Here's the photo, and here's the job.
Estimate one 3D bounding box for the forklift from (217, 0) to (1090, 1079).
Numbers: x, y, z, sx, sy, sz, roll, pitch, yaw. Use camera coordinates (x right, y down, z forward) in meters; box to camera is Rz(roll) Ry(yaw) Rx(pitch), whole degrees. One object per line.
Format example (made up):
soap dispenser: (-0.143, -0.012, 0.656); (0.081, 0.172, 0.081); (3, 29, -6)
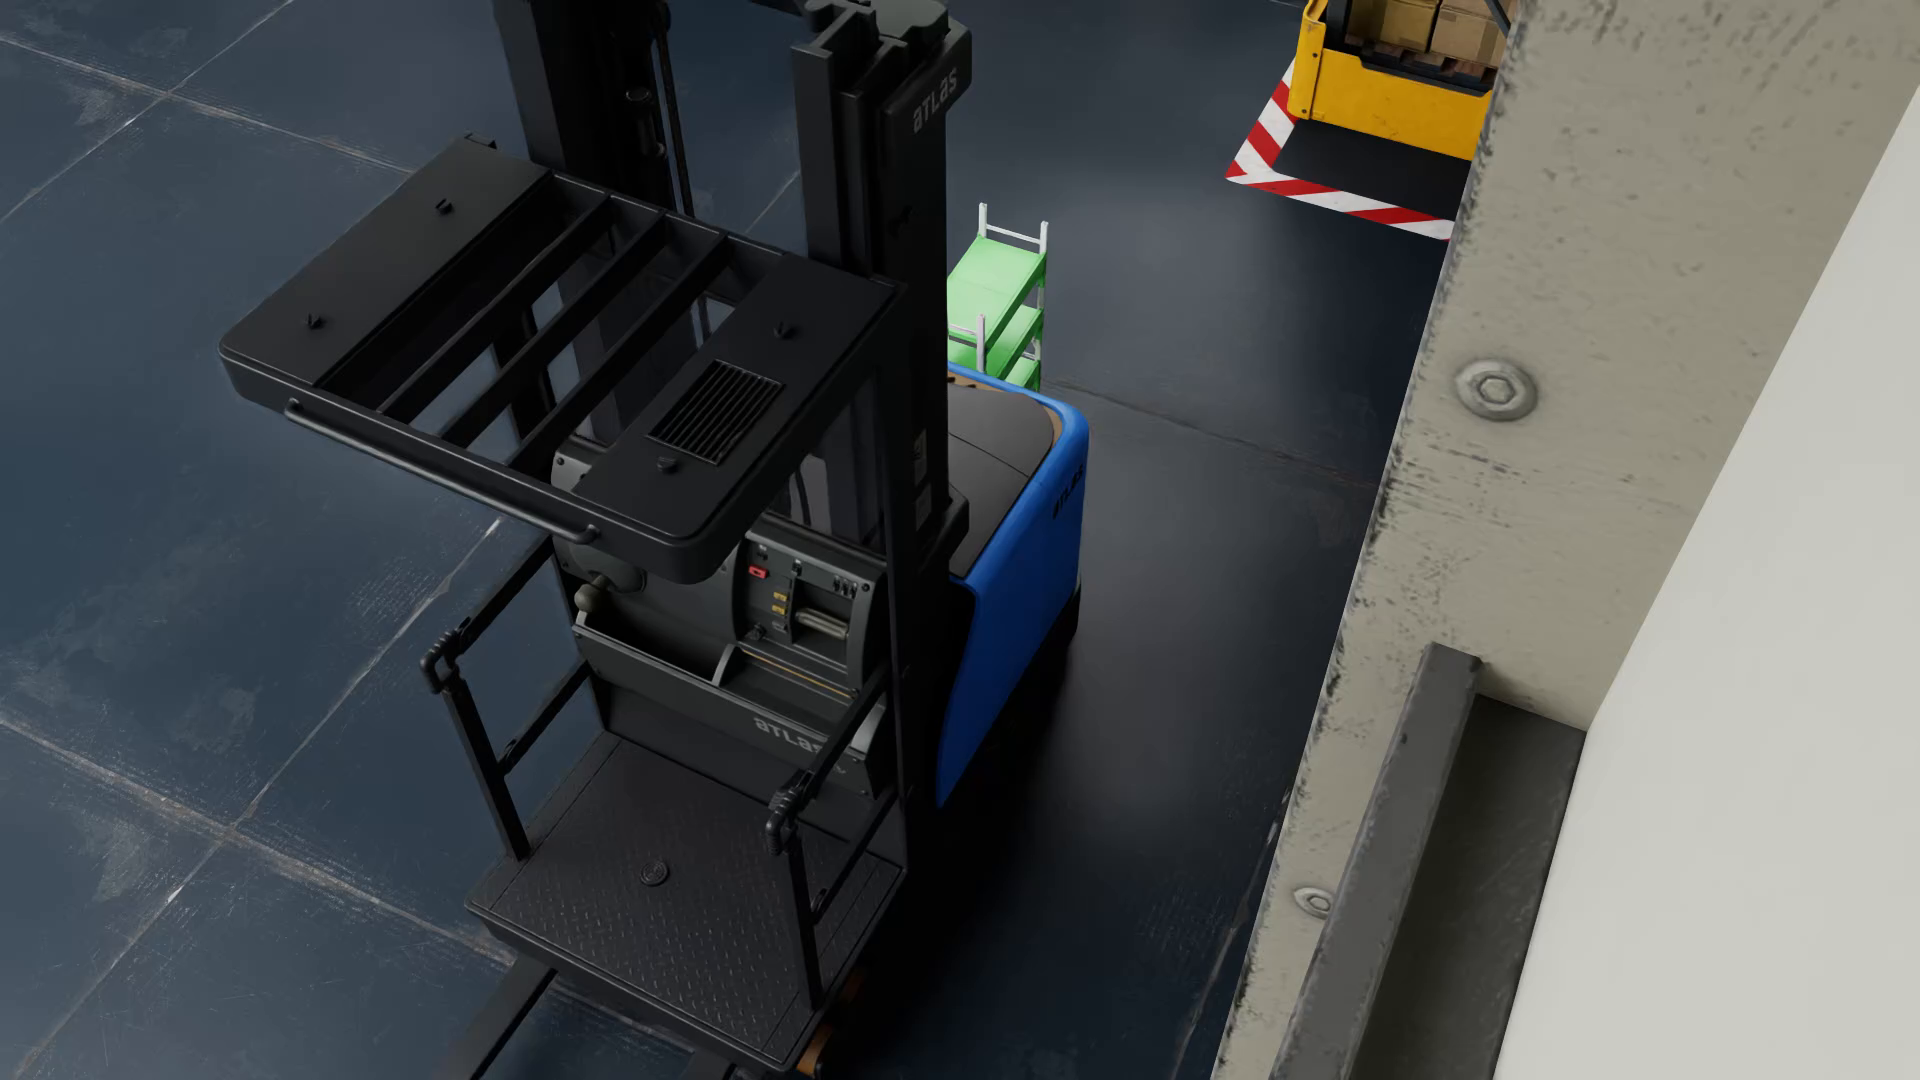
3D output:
forklift: (-0.720, 0.186, 3.997); (1.130, 2.935, 3.031); (22, 53, 17)

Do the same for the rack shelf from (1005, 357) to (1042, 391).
rack shelf: (0.071, -0.461, 5.768); (0.258, 0.148, 0.480); (20, 52, 16)

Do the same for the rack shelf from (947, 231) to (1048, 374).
rack shelf: (0.071, -0.772, 5.402); (0.258, 0.148, 0.480); (20, 52, 16)

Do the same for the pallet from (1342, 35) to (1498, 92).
pallet: (2.412, -2.551, 8.111); (1.003, 0.211, 1.213); (20, 52, 16)

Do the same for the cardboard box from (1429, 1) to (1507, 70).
cardboard box: (2.510, -2.434, 7.710); (0.500, 0.250, 0.500); (20, 52, 16)

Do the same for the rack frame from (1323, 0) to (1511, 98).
rack frame: (2.123, -2.914, 6.589); (1.000, 3.000, 0.127); (20, 52, 16)

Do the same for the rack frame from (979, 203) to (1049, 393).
rack frame: (0.175, -0.671, 5.862); (0.240, 1.200, 0.015); (20, 52, 16)

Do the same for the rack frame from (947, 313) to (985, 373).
rack frame: (-0.034, -0.335, 5.576); (0.240, 1.200, 0.015); (20, 52, 16)

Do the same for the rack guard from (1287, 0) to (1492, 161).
rack guard: (2.113, -2.087, 7.527); (1.175, 0.500, 0.348); (20, 52, 16)

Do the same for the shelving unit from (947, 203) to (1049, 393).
shelving unit: (0.071, -0.503, 5.719); (0.258, 1.200, 0.503); (20, 52, 16)

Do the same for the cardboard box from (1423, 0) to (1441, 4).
cardboard box: (2.049, -2.758, 7.658); (0.500, 0.250, 0.500); (19, 52, 16)

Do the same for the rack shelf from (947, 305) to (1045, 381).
rack shelf: (0.071, -0.617, 5.585); (0.258, 0.148, 0.480); (20, 52, 16)

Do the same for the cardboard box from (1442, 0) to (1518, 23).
cardboard box: (2.512, -2.577, 7.504); (0.500, 0.250, 0.500); (21, 53, 17)

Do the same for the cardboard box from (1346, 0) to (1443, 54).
cardboard box: (2.039, -2.585, 7.839); (0.500, 0.250, 0.500); (20, 53, 16)
